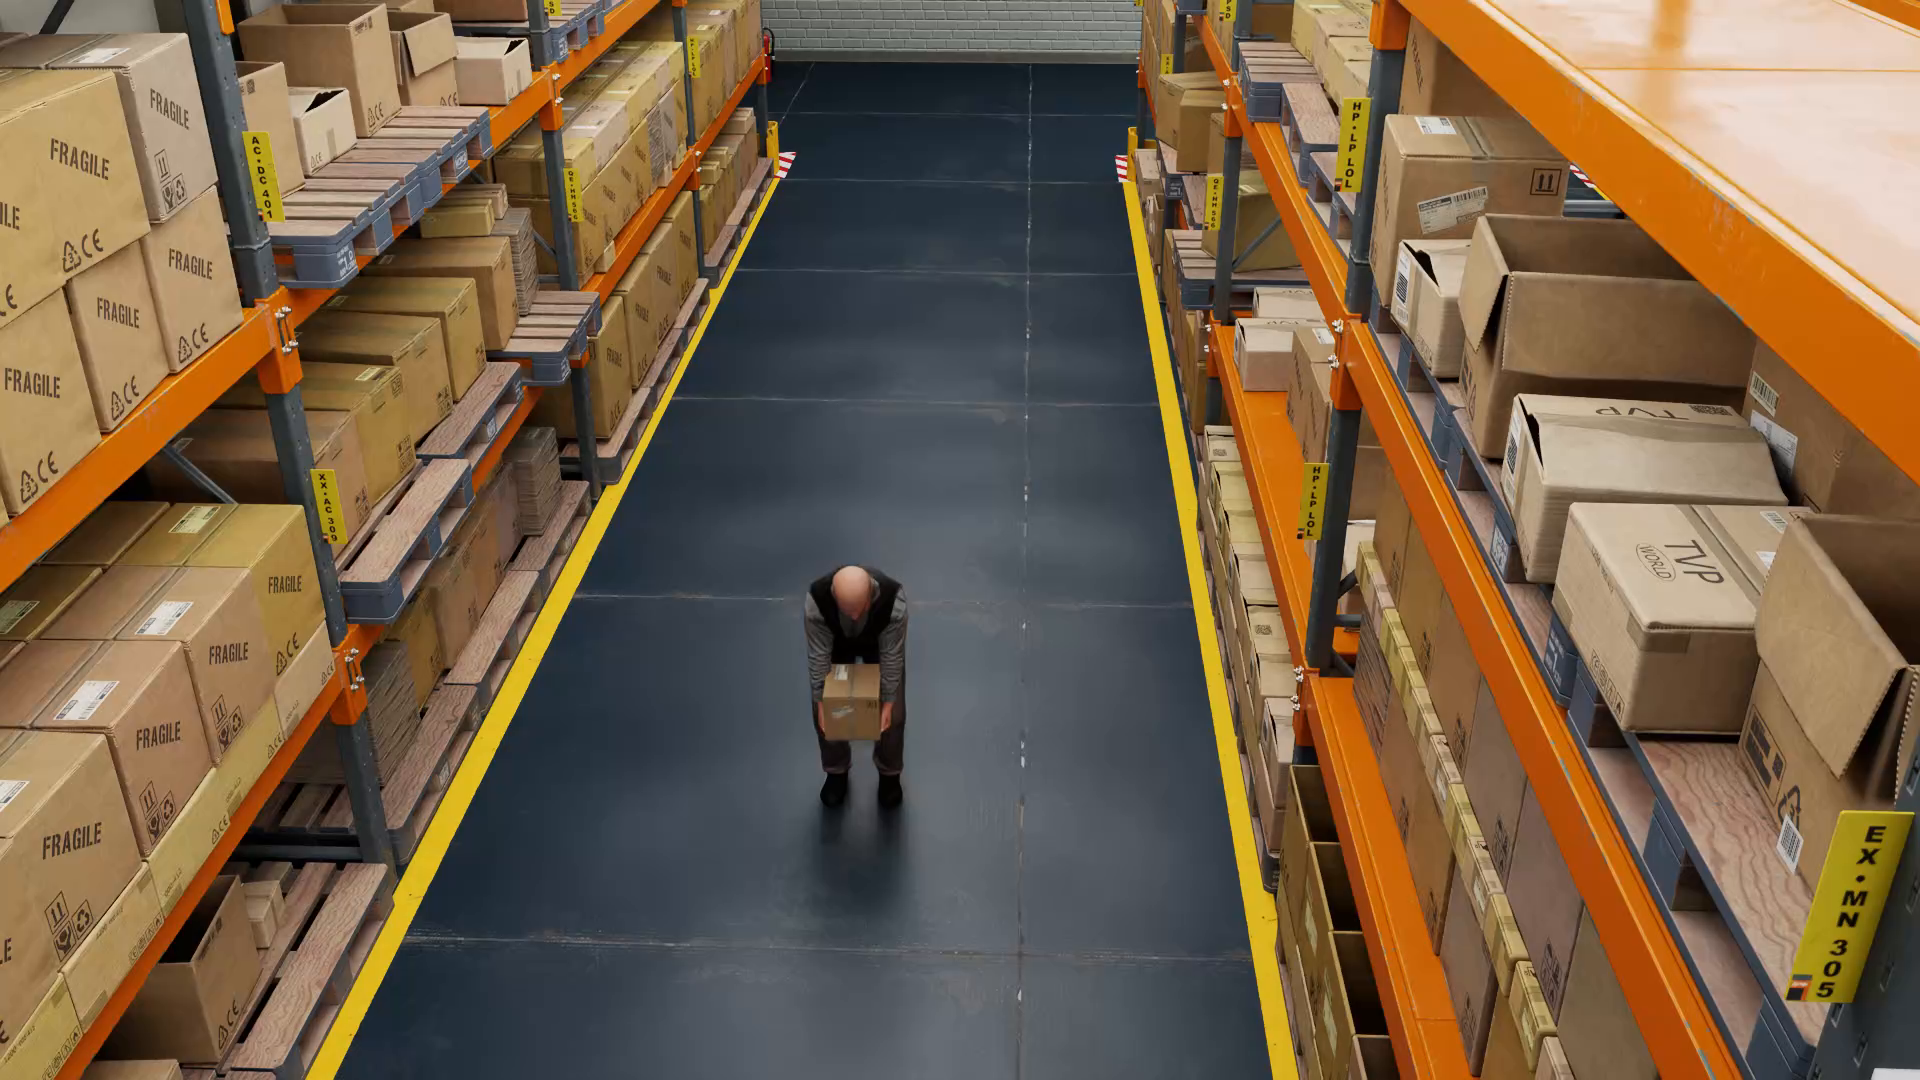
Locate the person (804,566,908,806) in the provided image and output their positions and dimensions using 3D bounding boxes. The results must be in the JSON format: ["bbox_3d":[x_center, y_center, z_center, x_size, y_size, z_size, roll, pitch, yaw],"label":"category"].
[{"bbox_3d":[-0.467,0.640,7.695,0.473,1.482,0.796,0,28,1],"label":"person"}]
